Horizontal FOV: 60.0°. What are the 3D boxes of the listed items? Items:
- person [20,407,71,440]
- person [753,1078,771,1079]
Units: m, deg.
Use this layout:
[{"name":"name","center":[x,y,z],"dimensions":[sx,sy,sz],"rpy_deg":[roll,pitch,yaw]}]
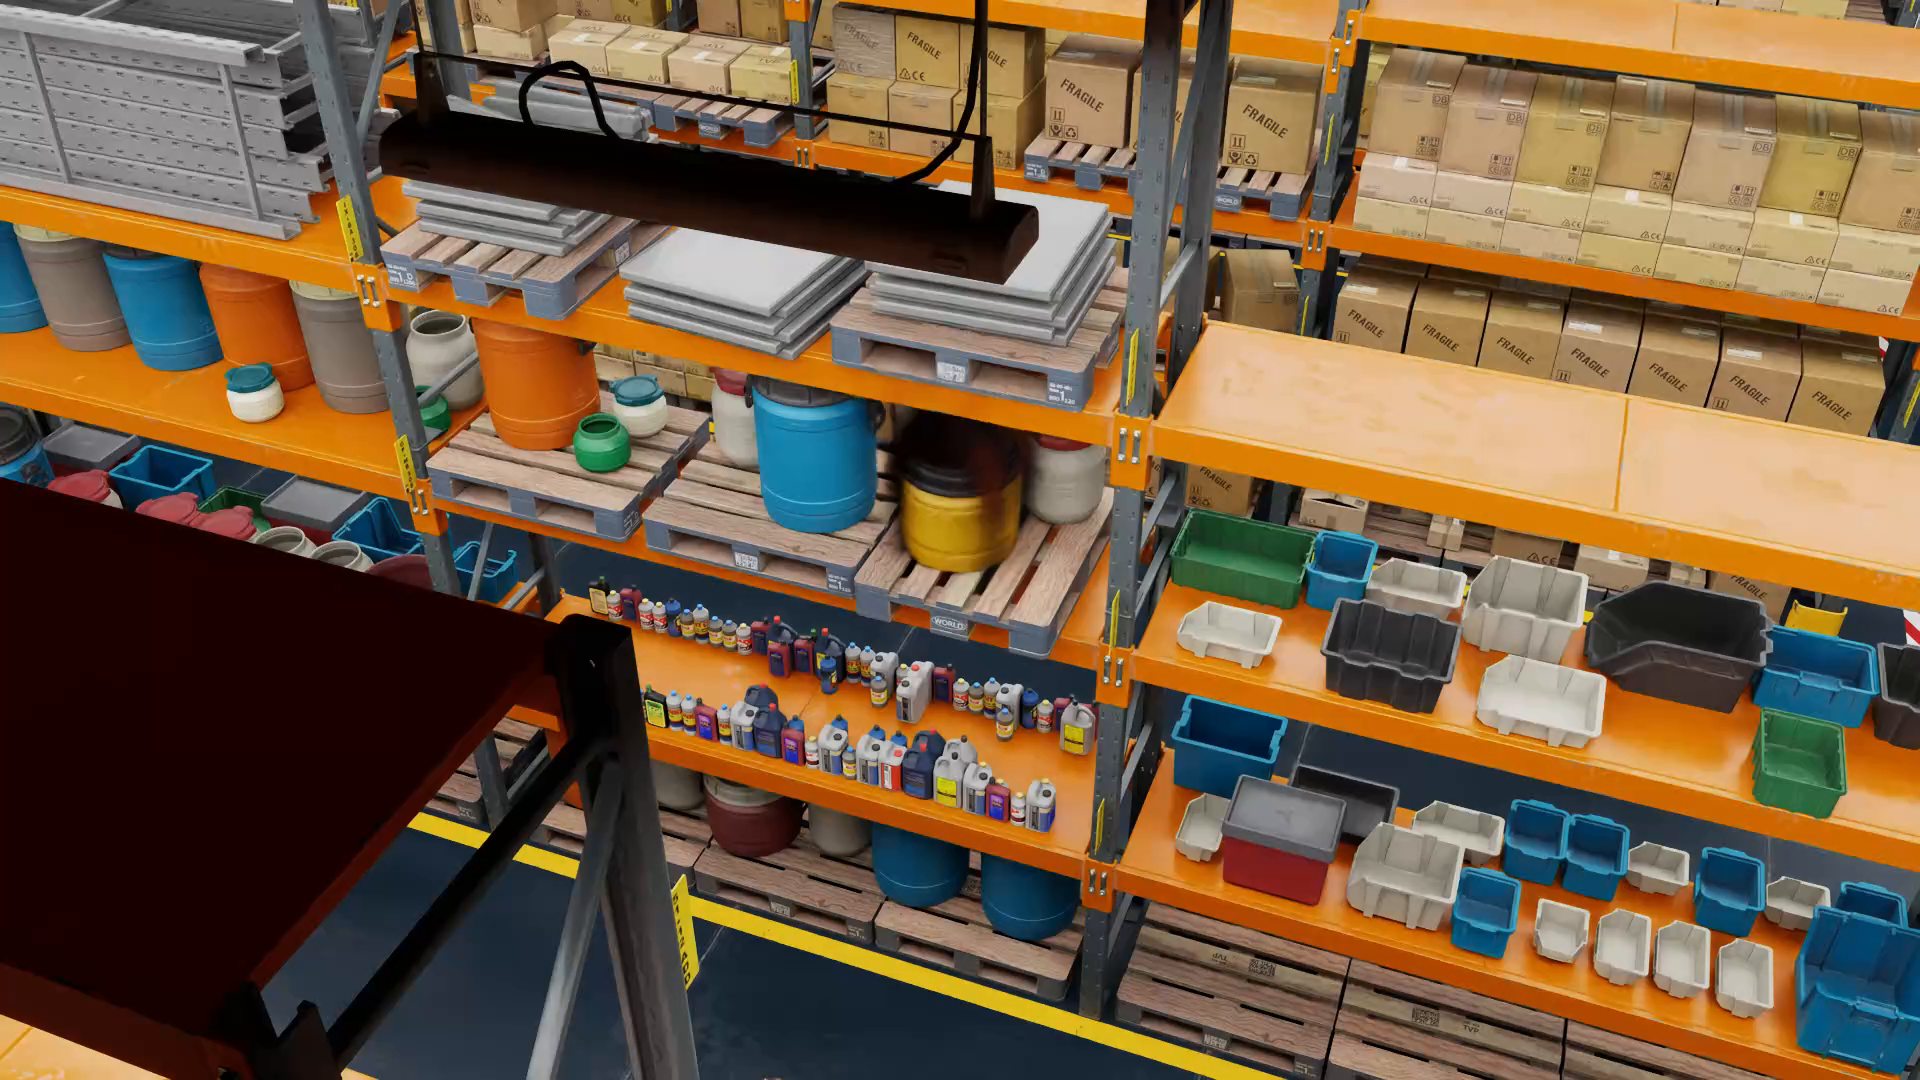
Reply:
[{"name":"person","center":[-7.806,-1.420,13.830],"dimensions":[0.734,1.769,0.512],"rpy_deg":[21,41,26]},{"name":"person","center":[-0.901,2.988,7.651],"dimensions":[0.997,1.638,0.540],"rpy_deg":[12,38,16]}]
